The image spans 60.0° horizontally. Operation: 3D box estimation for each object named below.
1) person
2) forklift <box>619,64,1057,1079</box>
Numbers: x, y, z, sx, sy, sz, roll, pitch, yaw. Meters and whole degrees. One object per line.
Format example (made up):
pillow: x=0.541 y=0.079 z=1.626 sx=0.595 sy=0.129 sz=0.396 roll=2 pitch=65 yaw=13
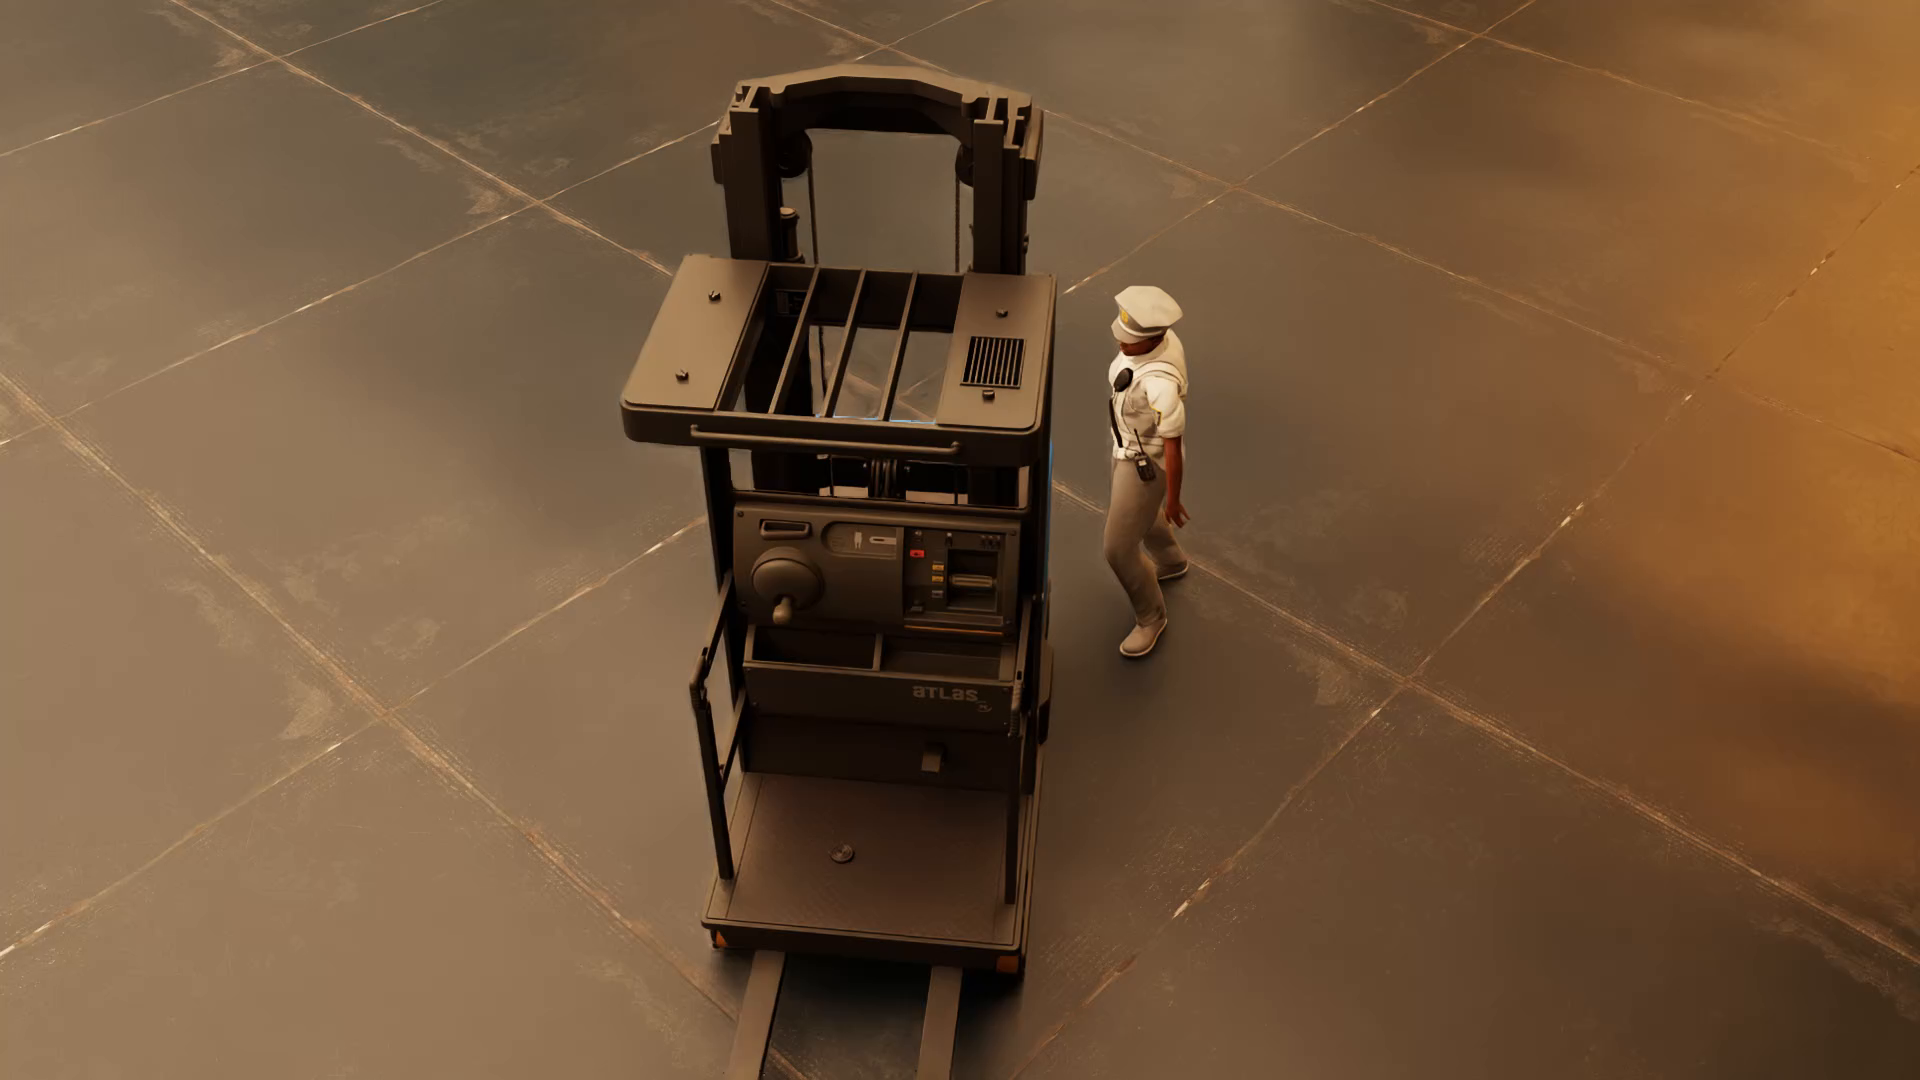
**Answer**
person: x=0.804 y=-0.346 z=6.887 sx=0.444 sy=1.642 sz=0.814 roll=1 pitch=41 yaw=1
forklift: x=-0.292 y=0.180 z=5.218 sx=1.130 sy=2.935 sz=3.031 roll=4 pitch=41 yaw=5
